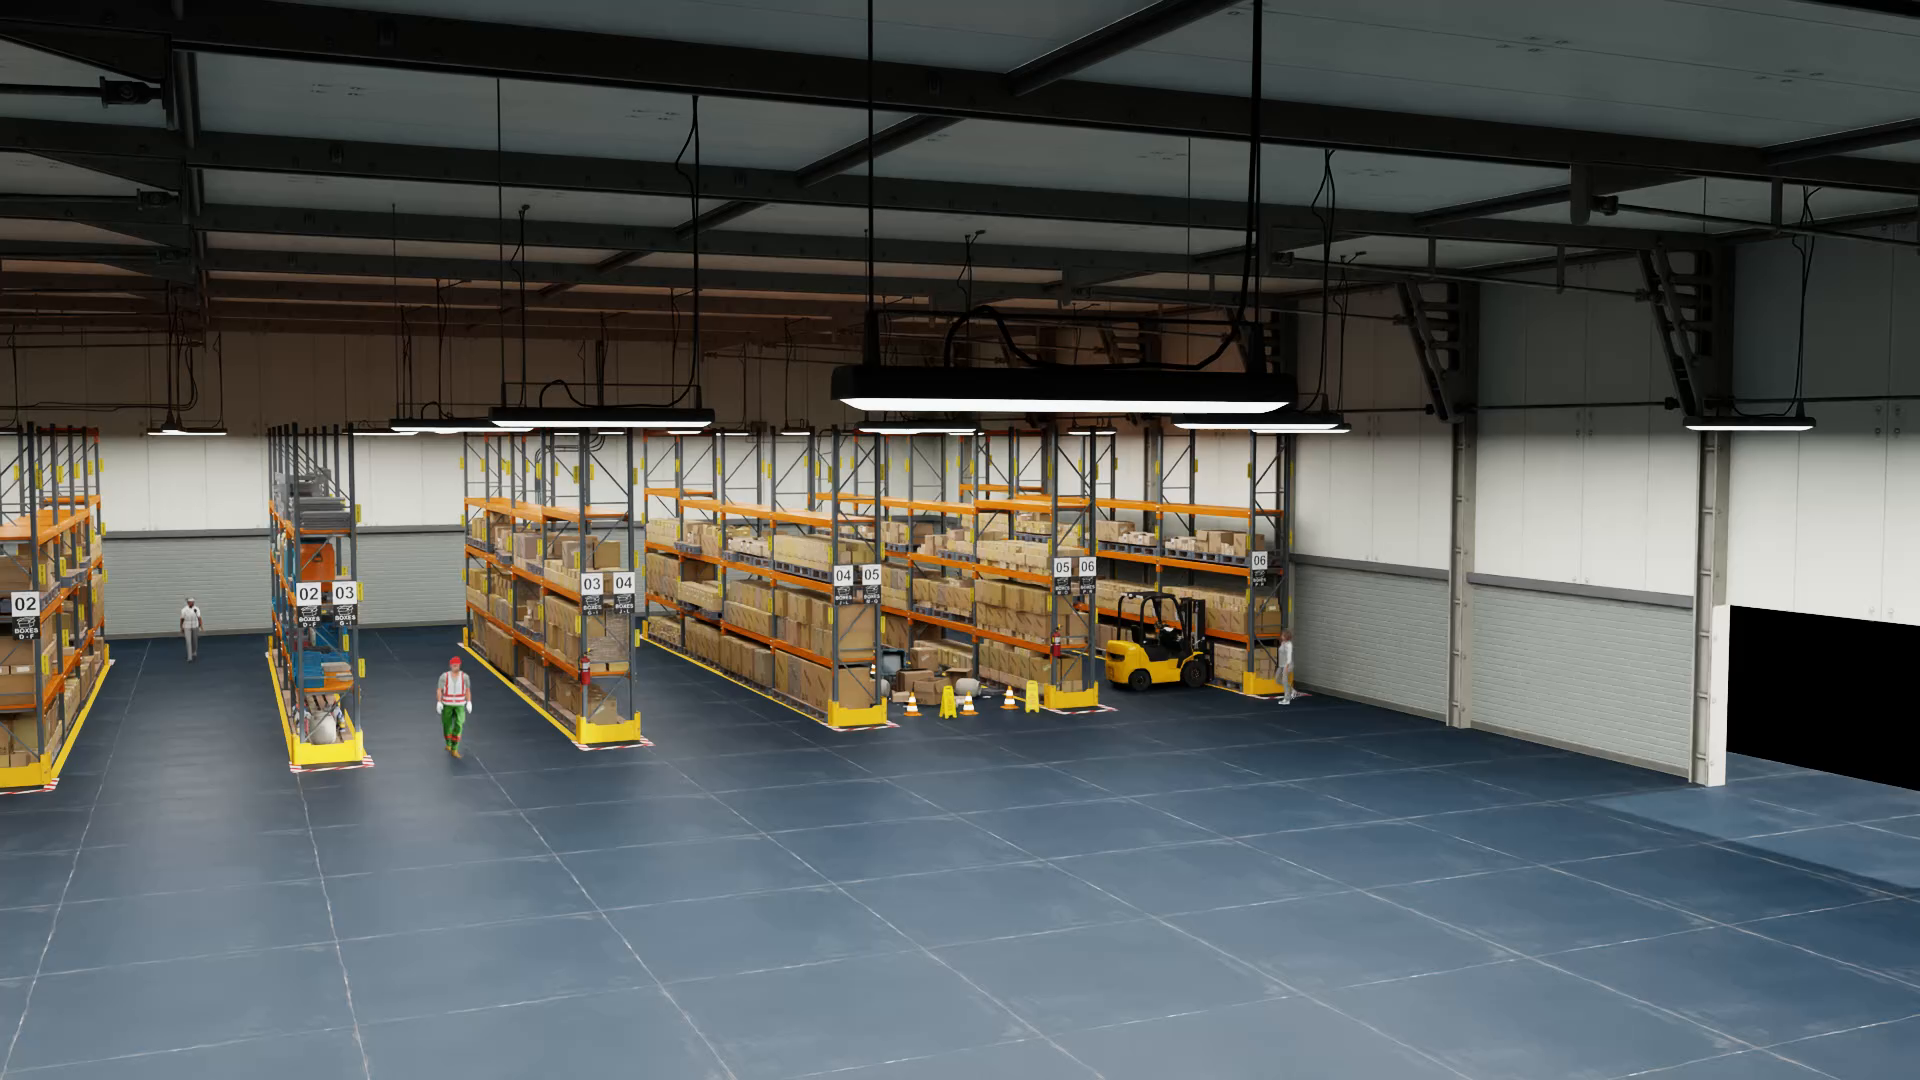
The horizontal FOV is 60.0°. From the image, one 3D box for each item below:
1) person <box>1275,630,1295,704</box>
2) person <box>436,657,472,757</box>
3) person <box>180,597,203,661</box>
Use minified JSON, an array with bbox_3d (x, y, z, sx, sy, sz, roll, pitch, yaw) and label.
[{"bbox_3d":[7.043,2.726,35.714,0.477,1.587,0.420,-2,4,-23],"label":"person"},{"bbox_3d":[-9.165,3.013,30.151,0.639,1.795,0.721,-2,4,-24],"label":"person"},{"bbox_3d":[-19.870,2.264,43.000,0.540,1.625,1.033,-2,4,-27],"label":"person"}]
